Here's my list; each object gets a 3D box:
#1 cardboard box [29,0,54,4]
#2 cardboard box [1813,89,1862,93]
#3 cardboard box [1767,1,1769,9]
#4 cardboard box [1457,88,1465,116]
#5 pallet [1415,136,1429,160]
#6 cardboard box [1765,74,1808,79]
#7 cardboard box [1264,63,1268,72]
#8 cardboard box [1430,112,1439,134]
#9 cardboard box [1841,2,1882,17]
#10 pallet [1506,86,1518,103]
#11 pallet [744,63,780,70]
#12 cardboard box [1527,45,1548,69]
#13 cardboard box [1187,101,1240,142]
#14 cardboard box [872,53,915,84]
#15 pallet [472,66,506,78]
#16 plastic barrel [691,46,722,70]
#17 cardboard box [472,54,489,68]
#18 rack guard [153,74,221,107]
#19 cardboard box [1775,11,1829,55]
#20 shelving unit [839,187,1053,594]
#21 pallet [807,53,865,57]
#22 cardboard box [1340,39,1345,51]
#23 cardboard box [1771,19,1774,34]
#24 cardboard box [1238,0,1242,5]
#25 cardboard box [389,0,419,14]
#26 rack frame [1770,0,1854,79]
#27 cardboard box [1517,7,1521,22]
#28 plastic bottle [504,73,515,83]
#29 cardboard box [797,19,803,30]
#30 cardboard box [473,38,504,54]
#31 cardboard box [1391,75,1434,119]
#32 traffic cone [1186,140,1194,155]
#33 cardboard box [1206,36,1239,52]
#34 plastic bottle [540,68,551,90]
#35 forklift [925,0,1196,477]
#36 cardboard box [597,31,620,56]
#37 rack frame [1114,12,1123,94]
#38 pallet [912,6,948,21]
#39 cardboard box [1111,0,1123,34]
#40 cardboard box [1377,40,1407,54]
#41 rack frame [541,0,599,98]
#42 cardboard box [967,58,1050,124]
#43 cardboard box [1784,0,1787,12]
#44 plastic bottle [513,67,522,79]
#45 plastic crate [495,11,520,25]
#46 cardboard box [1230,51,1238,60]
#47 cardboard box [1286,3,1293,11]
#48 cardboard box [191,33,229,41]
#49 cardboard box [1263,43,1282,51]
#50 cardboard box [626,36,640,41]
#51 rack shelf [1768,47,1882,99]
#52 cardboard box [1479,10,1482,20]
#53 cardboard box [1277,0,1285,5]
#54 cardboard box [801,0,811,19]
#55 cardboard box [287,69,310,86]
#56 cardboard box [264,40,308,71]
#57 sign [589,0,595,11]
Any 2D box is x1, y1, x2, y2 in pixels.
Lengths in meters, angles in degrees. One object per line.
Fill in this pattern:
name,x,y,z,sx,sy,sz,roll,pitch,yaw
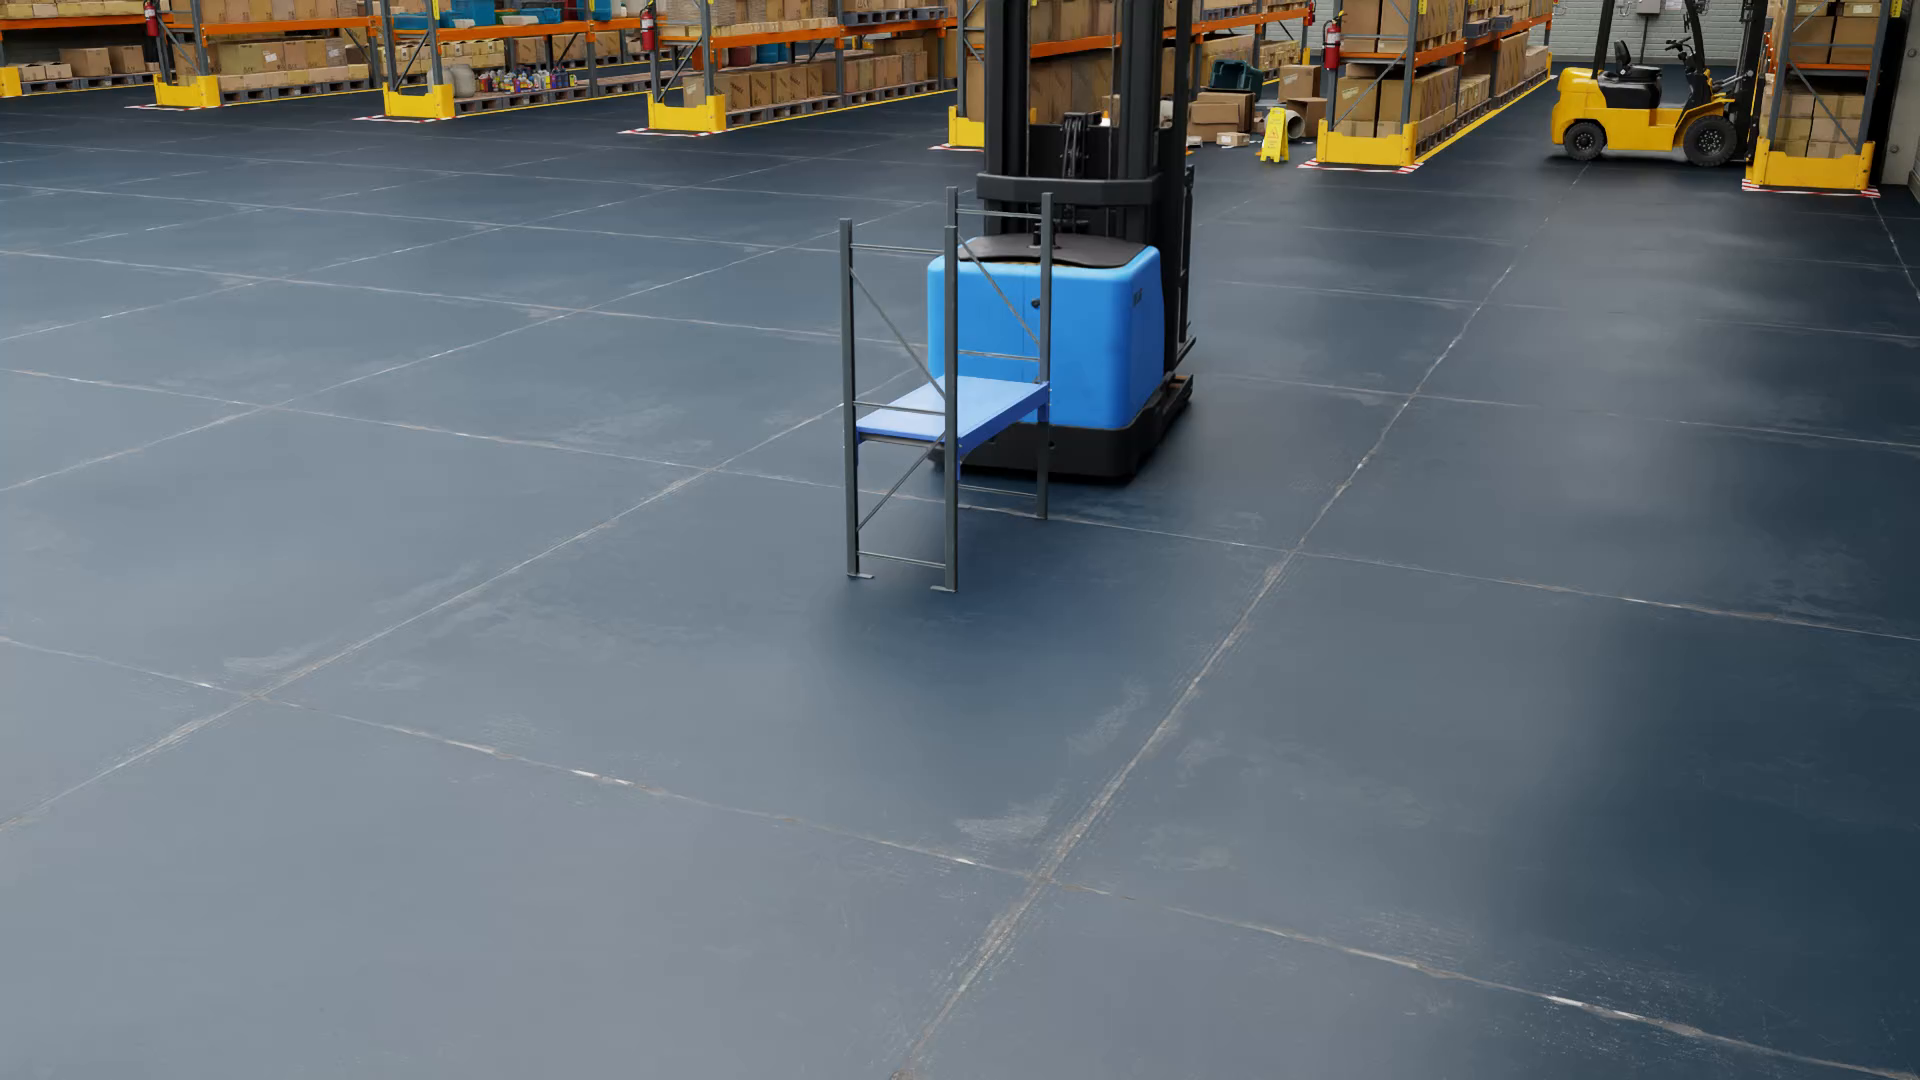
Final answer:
cardboard box,-16.917,-10.028,30.264,0.500,0.500,0.500,9,21,23
cardboard box,10.101,-5.050,19.178,0.500,0.250,0.500,9,21,23
cardboard box,13.508,-8.801,26.962,0.700,0.500,0.500,8,21,22
cardboard box,6.850,-6.426,24.356,0.950,0.372,0.625,9,21,23
pallet,5.396,-5.035,21.313,1.003,0.211,1.213,9,21,23
cardboard box,10.684,-5.894,21.550,0.500,0.250,0.500,8,21,22
cardboard box,5.908,-9.402,33.059,0.380,0.149,0.250,9,22,24
cardboard box,6.010,-5.517,21.982,0.500,0.250,0.500,10,22,26
cardboard box,9.906,-5.823,18.250,0.380,0.149,0.250,8,21,21
pallet,9.169,-7.817,29.133,1.003,0.211,1.213,9,21,23
pallet,-4.498,-9.872,34.913,1.003,0.211,1.213,9,21,23
cardboard box,11.373,-9.749,33.602,0.875,0.438,0.875,8,21,21
cardboard box,3.410,-5.791,23.001,0.797,0.503,0.637,-5,20,-15
cardboard box,-1.237,-8.539,30.075,0.700,0.500,0.500,7,21,18
pallet,-10.174,-9.688,34.396,1.003,0.211,1.213,9,21,23
plastic barrel,-5.099,-9.895,33.427,0.600,0.830,0.708,9,21,23
cardboard box,-10.002,-9.798,34.021,0.500,0.250,0.500,8,21,22
rack guard,-13.087,-7.618,28.143,1.175,0.500,0.348,9,21,23
cardboard box,9.922,-5.950,19.574,0.500,0.500,0.500,8,21,22
shelving unit,-0.035,-0.681,7.144,0.538,1.500,1.048,9,21,23
pallet,-2.882,-11.081,38.312,1.003,0.211,1.213,9,21,23
cardboard box,4.961,-6.201,20.802,0.380,0.149,0.250,8,21,22
cardboard box,12.191,-7.522,24.368,0.500,0.250,0.500,8,21,22
cardboard box,5.062,-10.098,31.135,0.380,0.149,0.250,7,21,20
cardboard box,-10.894,-10.466,32.273,0.500,0.500,0.500,10,22,27
rack frame,11.168,-6.625,21.622,1.000,3.000,0.127,9,21,23
cardboard box,9.527,-9.201,29.089,0.500,0.250,0.500,8,21,21
plastic bottle,-7.737,-7.879,28.554,0.152,0.276,0.135,9,21,23
cardboard box,-2.714,-8.147,26.276,0.380,0.149,0.250,9,21,23
cardboard box,-9.791,-10.221,34.372,0.500,0.311,0.500,9,22,24
cardboard box,5.802,-5.715,21.419,0.500,0.500,0.500,8,21,21
traffic cone,2.847,-5.244,21.524,0.336,0.463,0.334,9,21,23
cardboard box,4.856,-9.191,30.822,0.500,0.250,0.500,8,21,20
plastic bottle,-7.133,-7.910,28.531,0.144,0.351,0.185,8,21,22
forklift,0.735,-2.148,9.136,1.130,2.935,3.031,6,20,16
cardboard box,-8.104,-11.310,37.870,0.500,0.500,0.500,8,21,22
rack frame,2.081,-7.954,25.357,1.000,3.000,0.127,9,21,23
pallet,-0.960,-9.565,30.174,1.213,0.211,1.003,9,21,23
cardboard box,1.940,-7.910,25.010,0.875,0.550,0.550,9,21,23
cardboard box,5.328,-6.040,20.350,0.380,0.149,0.250,9,21,23
rack frame,-6.922,-9.345,29.268,1.000,3.000,0.127,9,21,23
cardboard box,0.660,-6.144,22.813,0.875,0.875,0.875,9,21,23
cardboard box,9.919,-6.295,19.576,0.380,0.149,0.250,9,21,23
plastic bottle,-7.708,-8.056,28.943,0.144,0.351,0.185,8,21,20
plastic crate,-7.735,-8.869,28.246,0.450,0.188,0.662,9,21,23
cardboard box,4.859,-8.846,30.968,0.500,0.500,0.500,8,21,22
cardboard box,6.676,-11.058,34.460,0.380,0.149,0.250,8,21,20
cardboard box,-15.497,-10.449,34.329,0.500,0.250,0.500,8,21,22
cardboard box,6.431,-10.169,34.327,0.380,0.149,0.250,8,21,21
cardboard box,-7.882,-11.854,39.680,0.500,0.311,0.500,9,21,23
rack shelf,10.349,-5.675,20.023,1.077,0.370,4.000,9,21,23
cardboard box,7.556,-7.831,24.760,0.380,0.149,0.250,9,21,23
cardboard box,6.224,-11.005,33.343,0.500,0.500,0.500,8,21,22
cardboard box,-2.881,-8.575,26.512,0.875,0.500,0.500,9,21,23
cardboard box,-12.039,-8.297,29.799,0.500,0.250,0.500,9,21,23
cardboard box,-12.038,-8.650,29.673,0.500,0.500,0.500,9,21,23
sign,-6.424,-9.396,29.000,0.100,0.325,0.005,9,21,23
